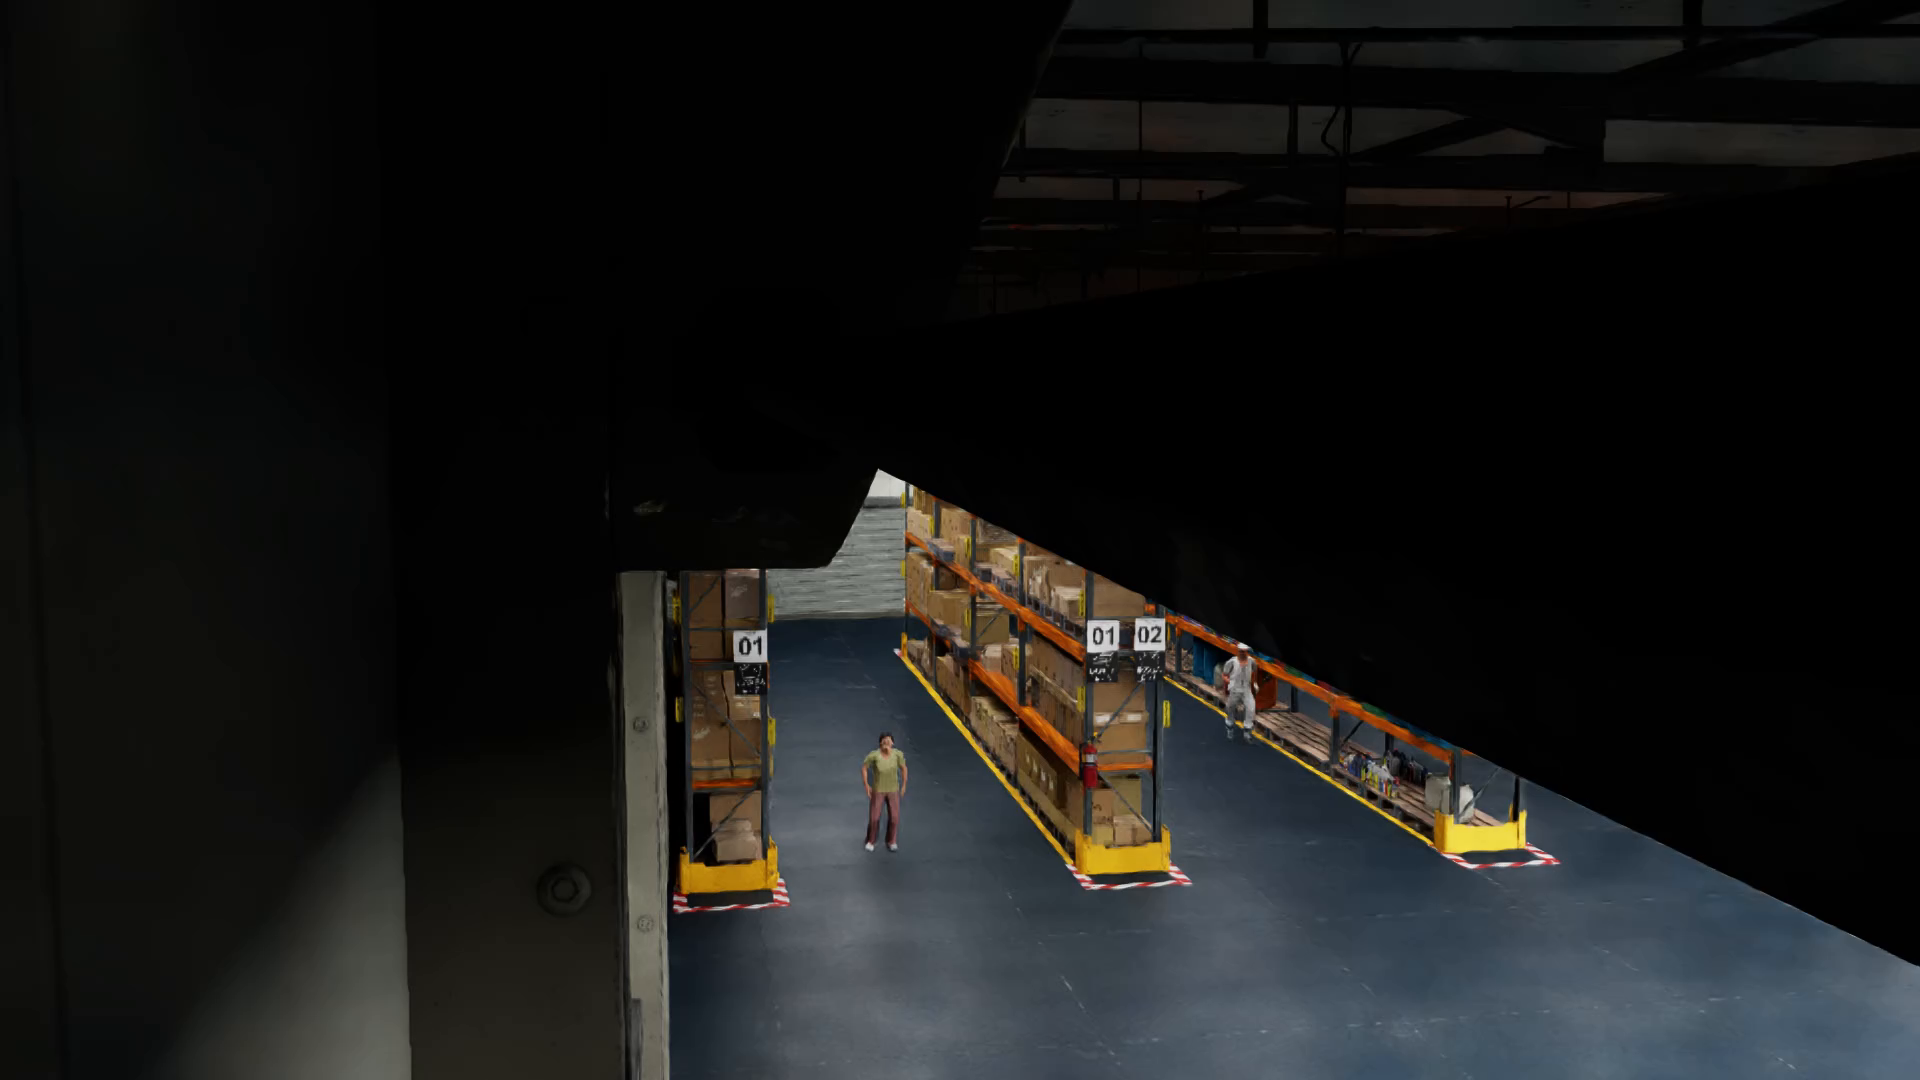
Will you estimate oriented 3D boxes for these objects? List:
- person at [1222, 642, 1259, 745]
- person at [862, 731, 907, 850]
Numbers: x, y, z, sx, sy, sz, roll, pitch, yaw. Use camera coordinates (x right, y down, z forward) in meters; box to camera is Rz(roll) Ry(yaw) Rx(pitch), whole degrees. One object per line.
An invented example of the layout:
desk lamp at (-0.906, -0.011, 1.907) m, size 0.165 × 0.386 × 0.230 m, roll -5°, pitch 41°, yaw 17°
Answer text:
person at (4.763, 2.555, 28.137) m, size 0.703 × 1.721 × 0.835 m, roll 0°, pitch 6°, yaw -5°
person at (-0.987, 3.278, 21.771) m, size 0.598 × 1.619 × 0.507 m, roll -1°, pitch 6°, yaw -11°
